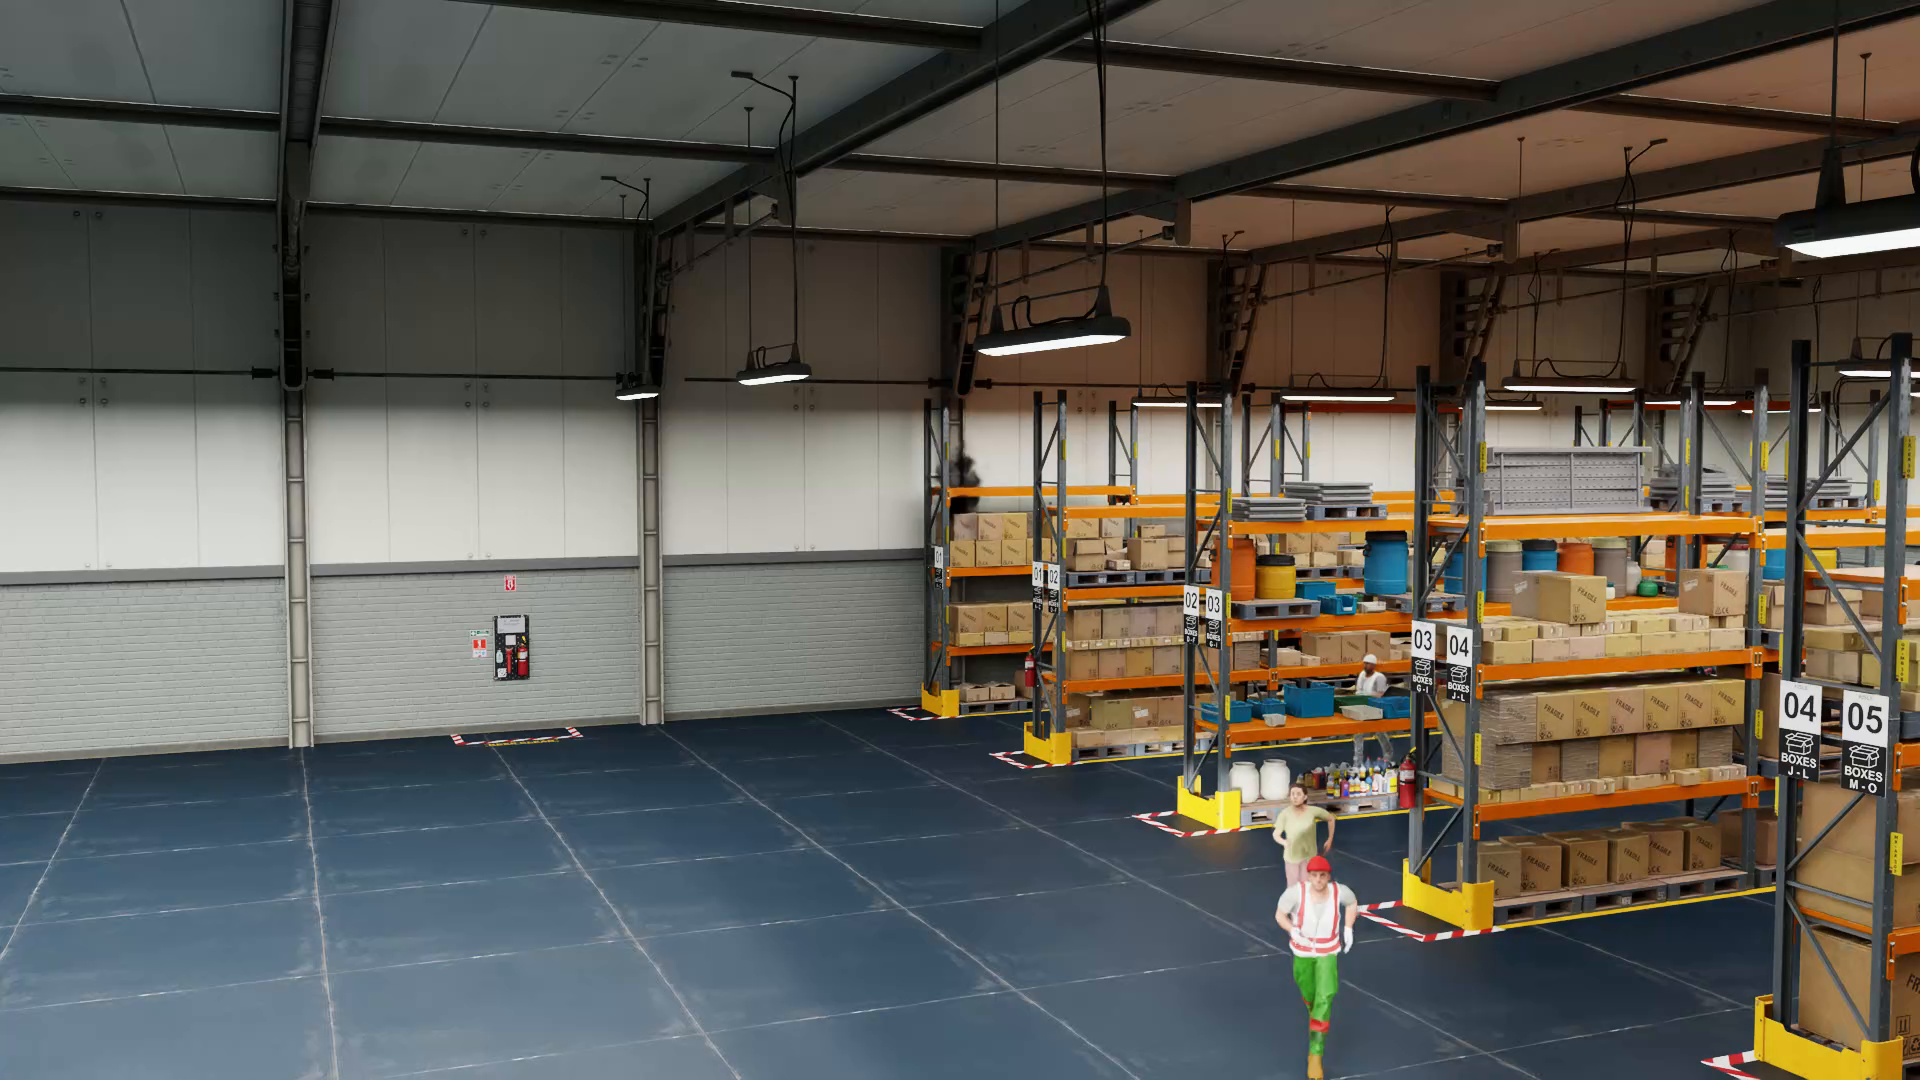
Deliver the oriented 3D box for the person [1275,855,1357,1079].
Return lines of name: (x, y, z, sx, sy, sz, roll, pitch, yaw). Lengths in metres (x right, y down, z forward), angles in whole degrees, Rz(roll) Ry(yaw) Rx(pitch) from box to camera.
person: (2.975, 3.464, 13.907, 0.657, 1.779, 1.125, 1, 3, 15)

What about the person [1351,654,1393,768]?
person: (6.496, 2.719, 26.287, 0.882, 1.842, 0.661, -2, 4, -35)

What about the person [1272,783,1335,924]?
person: (3.540, 3.309, 17.192, 0.589, 1.622, 0.805, 1, 4, 23)
